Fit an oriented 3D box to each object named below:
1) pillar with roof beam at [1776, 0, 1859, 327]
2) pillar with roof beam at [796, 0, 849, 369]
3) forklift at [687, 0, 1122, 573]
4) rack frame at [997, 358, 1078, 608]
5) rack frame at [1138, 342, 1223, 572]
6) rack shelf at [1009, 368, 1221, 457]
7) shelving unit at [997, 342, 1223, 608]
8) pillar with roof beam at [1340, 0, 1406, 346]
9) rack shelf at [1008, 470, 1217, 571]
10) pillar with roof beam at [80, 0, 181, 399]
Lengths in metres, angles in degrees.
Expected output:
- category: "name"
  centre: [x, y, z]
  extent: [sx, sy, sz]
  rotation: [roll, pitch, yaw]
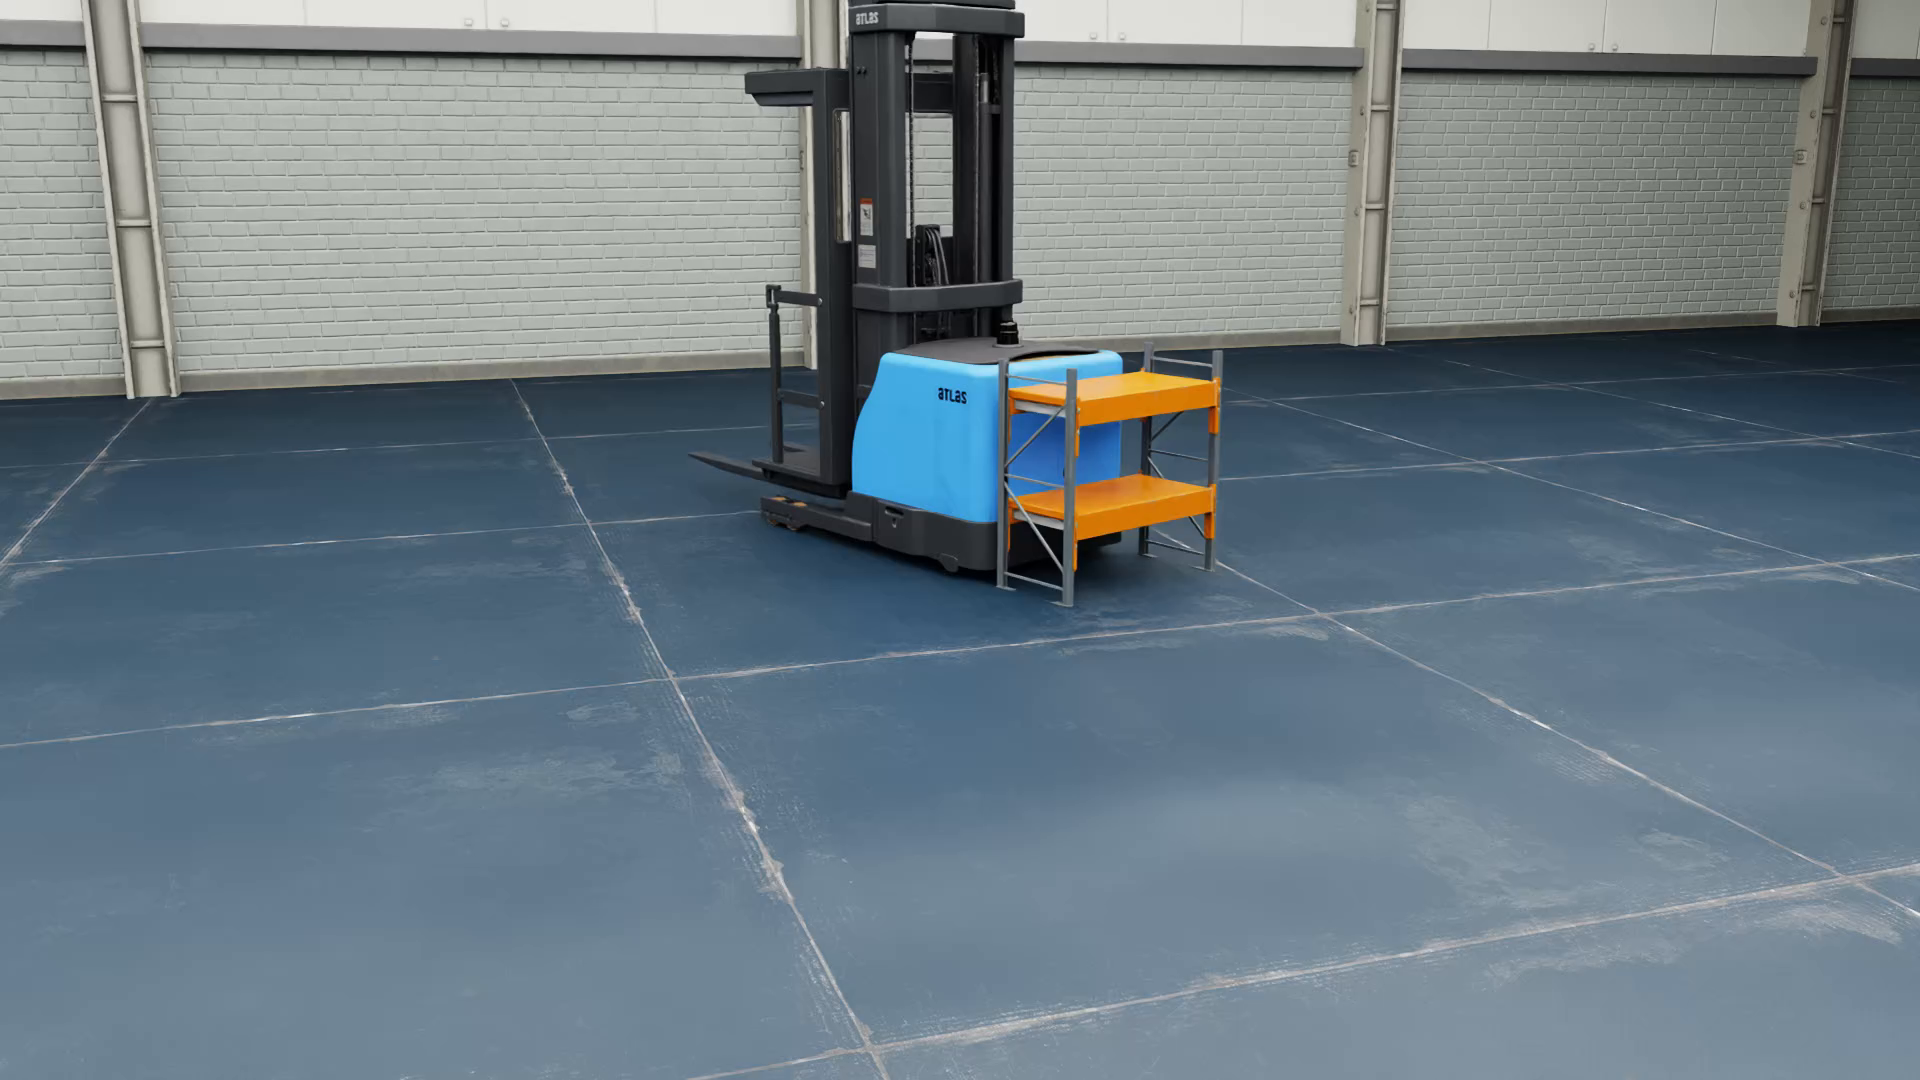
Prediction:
- category: "pillar with roof beam"
  centre: [11.446, -6.019, 15.000]
  extent: [0.400, 9.000, 9.100]
  rotation: [-4, 14, -18]
- category: "pillar with roof beam"
  centre: [0.073, -5.133, 11.276]
  extent: [0.400, 9.000, 9.100]
  rotation: [-4, 14, -18]
- category: "forklift"
  centre: [-0.483, -1.541, 9.287]
  extent: [1.130, 2.935, 3.031]
  rotation: [-11, 17, -39]
- category: "rack frame"
  centre: [0.358, -0.273, 7.856]
  extent: [0.032, 1.125, 0.500]
  rotation: [-11, 18, -40]
- category: "rack frame"
  centre: [1.123, -0.428, 8.508]
  extent: [0.032, 1.125, 0.500]
  rotation: [-11, 18, -40]
- category: "rack shelf"
  centre: [0.741, -0.635, 8.114]
  extent: [1.000, 0.278, 0.538]
  rotation: [-11, 18, -40]
- category: "shelving unit"
  centre: [0.740, -0.350, 8.182]
  extent: [1.048, 1.125, 0.538]
  rotation: [-11, 18, -40]
- category: "pillar with roof beam"
  centre: [5.759, -5.576, 13.138]
  extent: [0.400, 9.000, 9.100]
  rotation: [-4, 14, -18]
- category: "rack shelf"
  centre: [0.740, -0.113, 8.239]
  extent: [1.000, 0.278, 0.538]
  rotation: [-11, 18, -40]
- category: "pillar with roof beam"
  centre: [-5.614, -4.690, 9.415]
  extent: [0.400, 9.000, 9.100]
  rotation: [-4, 14, -18]
